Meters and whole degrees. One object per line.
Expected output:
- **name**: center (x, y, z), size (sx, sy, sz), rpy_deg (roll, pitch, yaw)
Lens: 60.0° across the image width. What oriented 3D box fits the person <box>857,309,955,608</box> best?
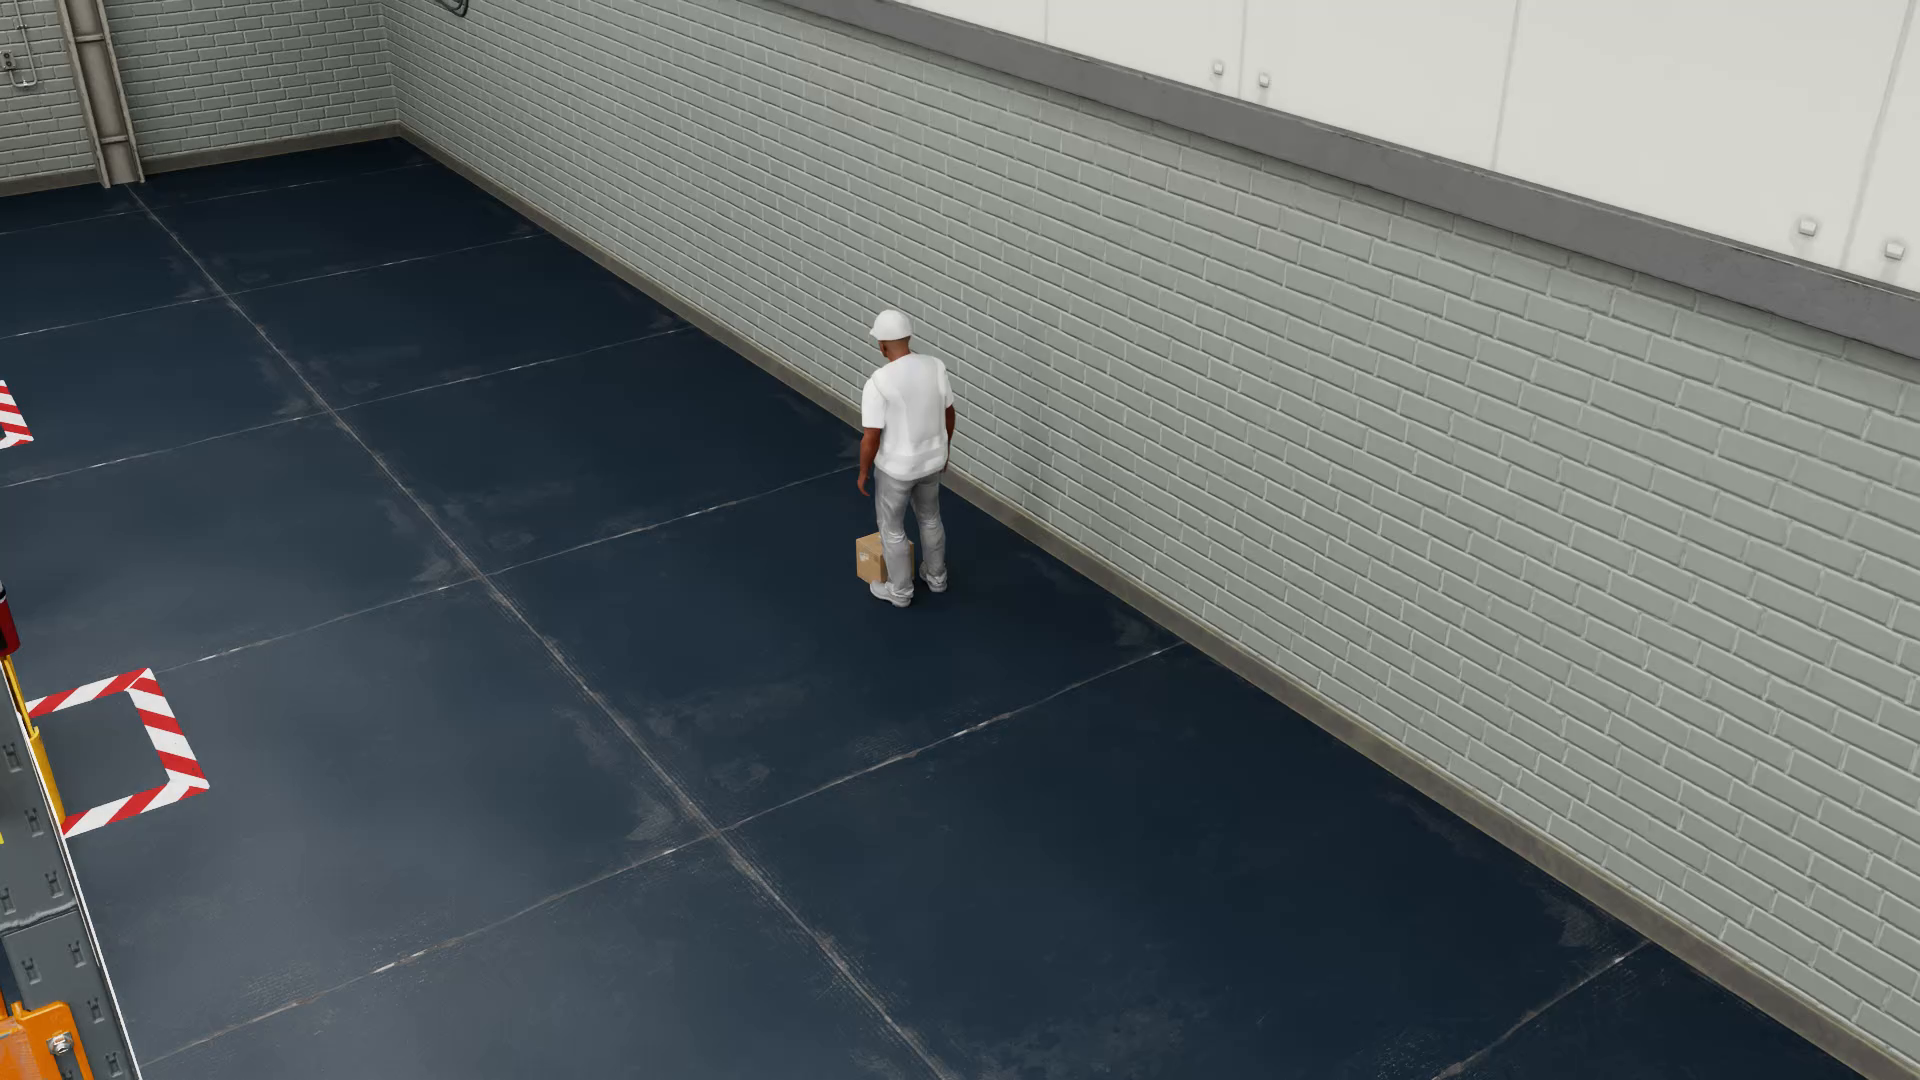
- **person**: center (-0.312, -0.462, 9.458), size (0.632, 1.760, 0.463), rpy_deg (-19, 34, -31)
